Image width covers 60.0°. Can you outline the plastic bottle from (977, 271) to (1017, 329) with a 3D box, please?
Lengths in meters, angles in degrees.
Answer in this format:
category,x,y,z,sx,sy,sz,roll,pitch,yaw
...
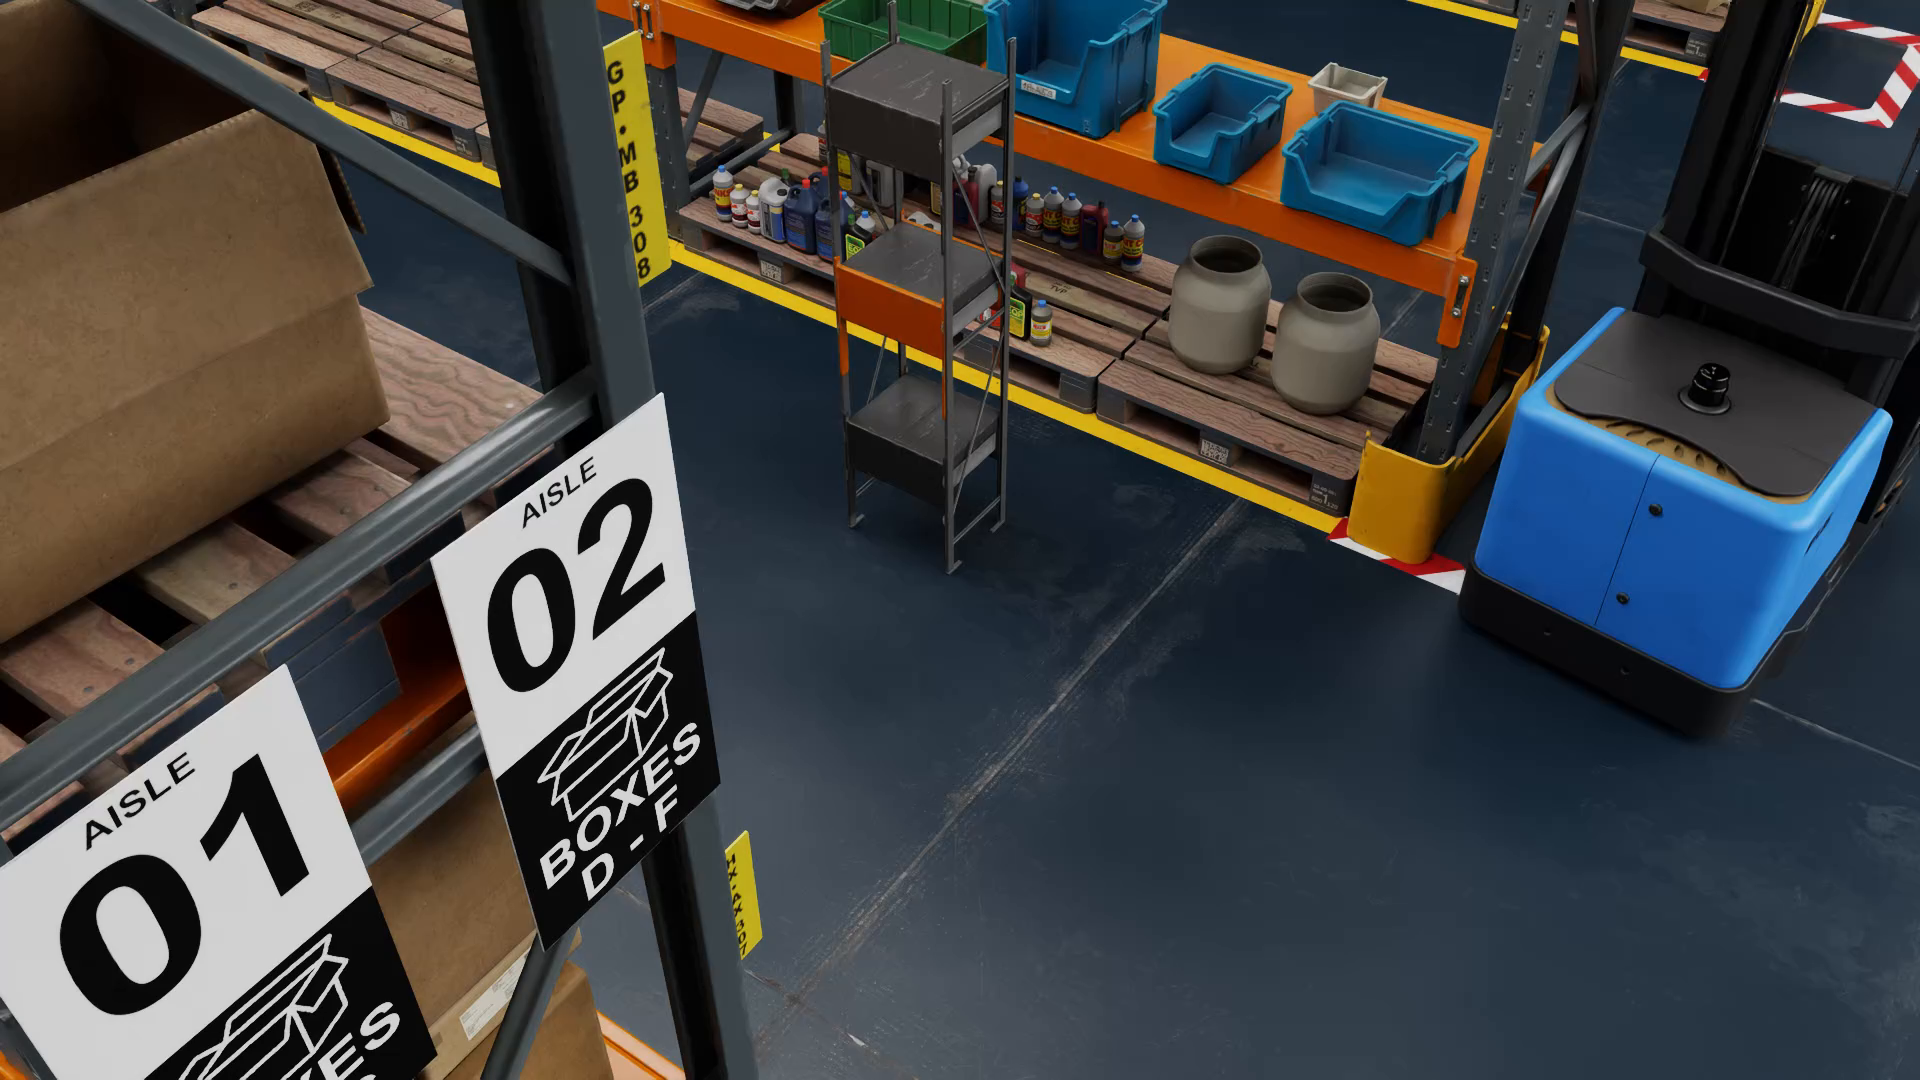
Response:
category,x,y,z,sx,sy,sz,roll,pitch,yaw
plastic bottle,0.169,-1.108,7.451,0.135,0.276,0.152,25,48,26

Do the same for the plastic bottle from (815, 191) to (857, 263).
category,x,y,z,sx,sy,sz,roll,pitch,yaw
plastic bottle,-0.583,-1.484,7.815,0.185,0.351,0.144,23,47,24

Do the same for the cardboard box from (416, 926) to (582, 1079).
category,x,y,z,sx,sy,sz,roll,pitch,yaw
cardboard box,-0.930,0.773,3.076,0.250,0.149,0.380,25,47,25

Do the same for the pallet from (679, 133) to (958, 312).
category,x,y,z,sx,sy,sz,roll,pitch,yaw
pallet,-0.634,-1.596,8.375,1.213,0.211,1.003,25,48,25

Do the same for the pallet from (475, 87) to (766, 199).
category,x,y,z,sx,sy,sz,roll,pitch,yaw
pallet,-1.825,-2.155,9.000,1.213,0.211,1.003,25,48,25

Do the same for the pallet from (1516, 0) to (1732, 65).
category,x,y,z,sx,sy,sz,roll,pitch,yaw
pallet,4.252,-3.408,10.400,1.213,0.211,1.003,25,48,25

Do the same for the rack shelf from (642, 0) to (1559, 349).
category,x,y,z,sx,sy,sz,roll,pitch,yaw
rack shelf,0.477,-1.881,7.142,4.000,0.370,1.077,25,48,25

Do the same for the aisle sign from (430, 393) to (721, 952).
category,x,y,z,sx,sy,sz,roll,pitch,yaw
aisle sign,-0.503,0.209,2.318,0.004,0.787,0.394,25,48,25

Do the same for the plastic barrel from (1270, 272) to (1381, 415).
category,x,y,z,sx,sy,sz,roll,pitch,yaw
plastic barrel,1.532,-0.823,6.971,0.421,0.512,0.421,0,42,0

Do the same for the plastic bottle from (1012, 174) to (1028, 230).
category,x,y,z,sx,sy,sz,roll,pitch,yaw
plastic bottle,0.281,-1.642,8.052,0.097,0.271,0.097,0,42,0

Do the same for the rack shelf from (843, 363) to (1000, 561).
category,x,y,z,sx,sy,sz,roll,pitch,yaw
rack shelf,-0.136,-0.314,6.597,0.480,0.518,0.431,25,48,25

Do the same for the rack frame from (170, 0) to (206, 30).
category,x,y,z,sx,sy,sz,roll,pitch,yaw
rack frame,-4.435,-4.446,9.470,0.127,3.000,1.000,25,48,25

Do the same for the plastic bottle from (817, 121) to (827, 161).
category,x,y,z,sx,sy,sz,roll,pitch,yaw
plastic bottle,-0.684,-2.067,8.579,0.097,0.201,0.097,0,42,0

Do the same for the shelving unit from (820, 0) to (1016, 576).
category,x,y,z,sx,sy,sz,roll,pitch,yaw
shelving unit,-0.136,-0.846,6.121,0.503,2.100,0.431,25,48,25

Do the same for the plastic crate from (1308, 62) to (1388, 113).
category,x,y,z,sx,sy,sz,roll,pitch,yaw
plastic crate,1.567,-1.803,6.714,0.250,0.136,0.298,25,48,25

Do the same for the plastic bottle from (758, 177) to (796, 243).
category,x,y,z,sx,sy,sz,roll,pitch,yaw
plastic bottle,-0.870,-1.594,7.994,0.135,0.276,0.152,27,48,27

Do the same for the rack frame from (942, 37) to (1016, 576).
category,x,y,z,sx,sy,sz,roll,pitch,yaw
rack frame,0.064,-0.752,6.016,0.015,2.100,0.400,25,48,25

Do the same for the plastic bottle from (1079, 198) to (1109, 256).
category,x,y,z,sx,sy,sz,roll,pitch,yaw
plastic bottle,0.635,-1.496,7.879,0.133,0.283,0.061,26,48,26

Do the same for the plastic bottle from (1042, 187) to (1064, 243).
category,x,y,z,sx,sy,sz,roll,pitch,yaw
plastic bottle,0.447,-1.564,7.965,0.097,0.271,0.097,0,42,0

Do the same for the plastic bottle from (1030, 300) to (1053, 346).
category,x,y,z,sx,sy,sz,roll,pitch,yaw
plastic bottle,0.360,-0.968,7.351,0.097,0.201,0.097,0,42,0

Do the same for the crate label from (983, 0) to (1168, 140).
category,x,y,z,sx,sy,sz,roll,pitch,yaw
crate label,0.453,-1.954,6.657,0.616,0.435,0.502,25,48,25

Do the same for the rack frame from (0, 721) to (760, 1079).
category,x,y,z,sx,sy,sz,roll,pitch,yaw
rack frame,-0.732,1.320,3.026,0.127,3.000,1.000,25,48,25

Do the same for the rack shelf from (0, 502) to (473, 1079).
category,x,y,z,sx,sy,sz,roll,pitch,yaw
rack shelf,-2.370,-0.296,3.121,4.000,0.370,1.077,25,48,25

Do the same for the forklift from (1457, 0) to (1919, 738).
category,x,y,z,sx,sy,sz,roll,pitch,yaw
forklift,3.248,-1.300,6.005,1.130,2.935,3.031,30,50,29

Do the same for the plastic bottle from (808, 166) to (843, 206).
category,x,y,z,sx,sy,sz,roll,pitch,yaw
plastic bottle,-0.655,-1.635,7.984,0.185,0.351,0.144,25,48,25

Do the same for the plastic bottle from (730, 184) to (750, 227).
category,x,y,z,sx,sy,sz,roll,pitch,yaw
plastic bottle,-1.068,-1.636,8.097,0.097,0.201,0.097,0,42,0

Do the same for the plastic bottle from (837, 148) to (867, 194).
category,x,y,z,sx,sy,sz,roll,pitch,yaw
plastic bottle,-0.550,-1.924,8.307,0.185,0.351,0.144,25,48,25

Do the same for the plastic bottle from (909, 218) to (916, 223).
category,x,y,z,sx,sy,sz,roll,pitch,yaw
plastic bottle,-0.235,-1.321,7.633,0.185,0.351,0.144,25,47,25

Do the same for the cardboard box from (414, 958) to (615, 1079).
category,x,y,z,sx,sy,sz,roll,pitch,yaw
cardboard box,-1.107,1.097,3.200,0.500,0.500,0.700,25,48,25

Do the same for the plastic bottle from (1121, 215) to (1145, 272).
category,x,y,z,sx,sy,sz,roll,pitch,yaw
plastic bottle,0.809,-1.395,7.775,0.097,0.271,0.097,0,42,0

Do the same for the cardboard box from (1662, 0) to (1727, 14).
category,x,y,z,sx,sy,sz,roll,pitch,yaw
cardboard box,4.457,-3.561,10.039,0.500,0.500,0.500,-33,51,-31

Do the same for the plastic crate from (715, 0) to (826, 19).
category,x,y,z,sx,sy,sz,roll,pitch,yaw
plastic crate,-0.804,-2.622,7.477,0.504,0.338,0.767,25,48,25

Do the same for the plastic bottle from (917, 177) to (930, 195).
category,x,y,z,sx,sy,sz,roll,pitch,yaw
plastic bottle,-0.153,-1.864,8.291,0.133,0.283,0.061,28,49,28

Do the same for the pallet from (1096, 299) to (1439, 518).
category,x,y,z,sx,sy,sz,roll,pitch,yaw
pallet,1.364,-0.662,7.331,1.213,0.211,1.003,25,48,25

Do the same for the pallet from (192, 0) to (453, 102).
category,x,y,z,sx,sy,sz,roll,pitch,yaw
pallet,-3.823,-3.089,10.044,1.213,0.211,1.003,25,48,25

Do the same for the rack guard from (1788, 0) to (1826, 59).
category,x,y,z,sx,sy,sz,roll,pitch,yaw
rack guard,4.897,-3.185,9.934,0.348,0.500,1.175,25,48,25

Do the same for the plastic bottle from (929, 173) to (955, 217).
category,x,y,z,sx,sy,sz,roll,pitch,yaw
plastic bottle,-0.084,-1.714,8.124,0.133,0.283,0.061,25,48,25

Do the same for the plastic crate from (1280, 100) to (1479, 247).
category,x,y,z,sx,sy,sz,roll,pitch,yaw
plastic crate,1.533,-1.356,6.128,0.616,0.251,0.499,25,48,25

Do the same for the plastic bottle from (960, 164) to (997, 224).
category,x,y,z,sx,sy,sz,roll,pitch,yaw
plastic bottle,0.085,-1.713,8.128,0.135,0.276,0.152,26,48,26

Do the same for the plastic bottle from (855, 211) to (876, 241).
category,x,y,z,sx,sy,sz,roll,pitch,yaw
plastic bottle,-0.441,-1.418,7.802,0.097,0.271,0.097,0,42,0

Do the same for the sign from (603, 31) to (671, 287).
category,x,y,z,sx,sy,sz,roll,pitch,yaw
sign,-0.409,-0.454,2.044,0.005,0.325,0.100,25,48,25
